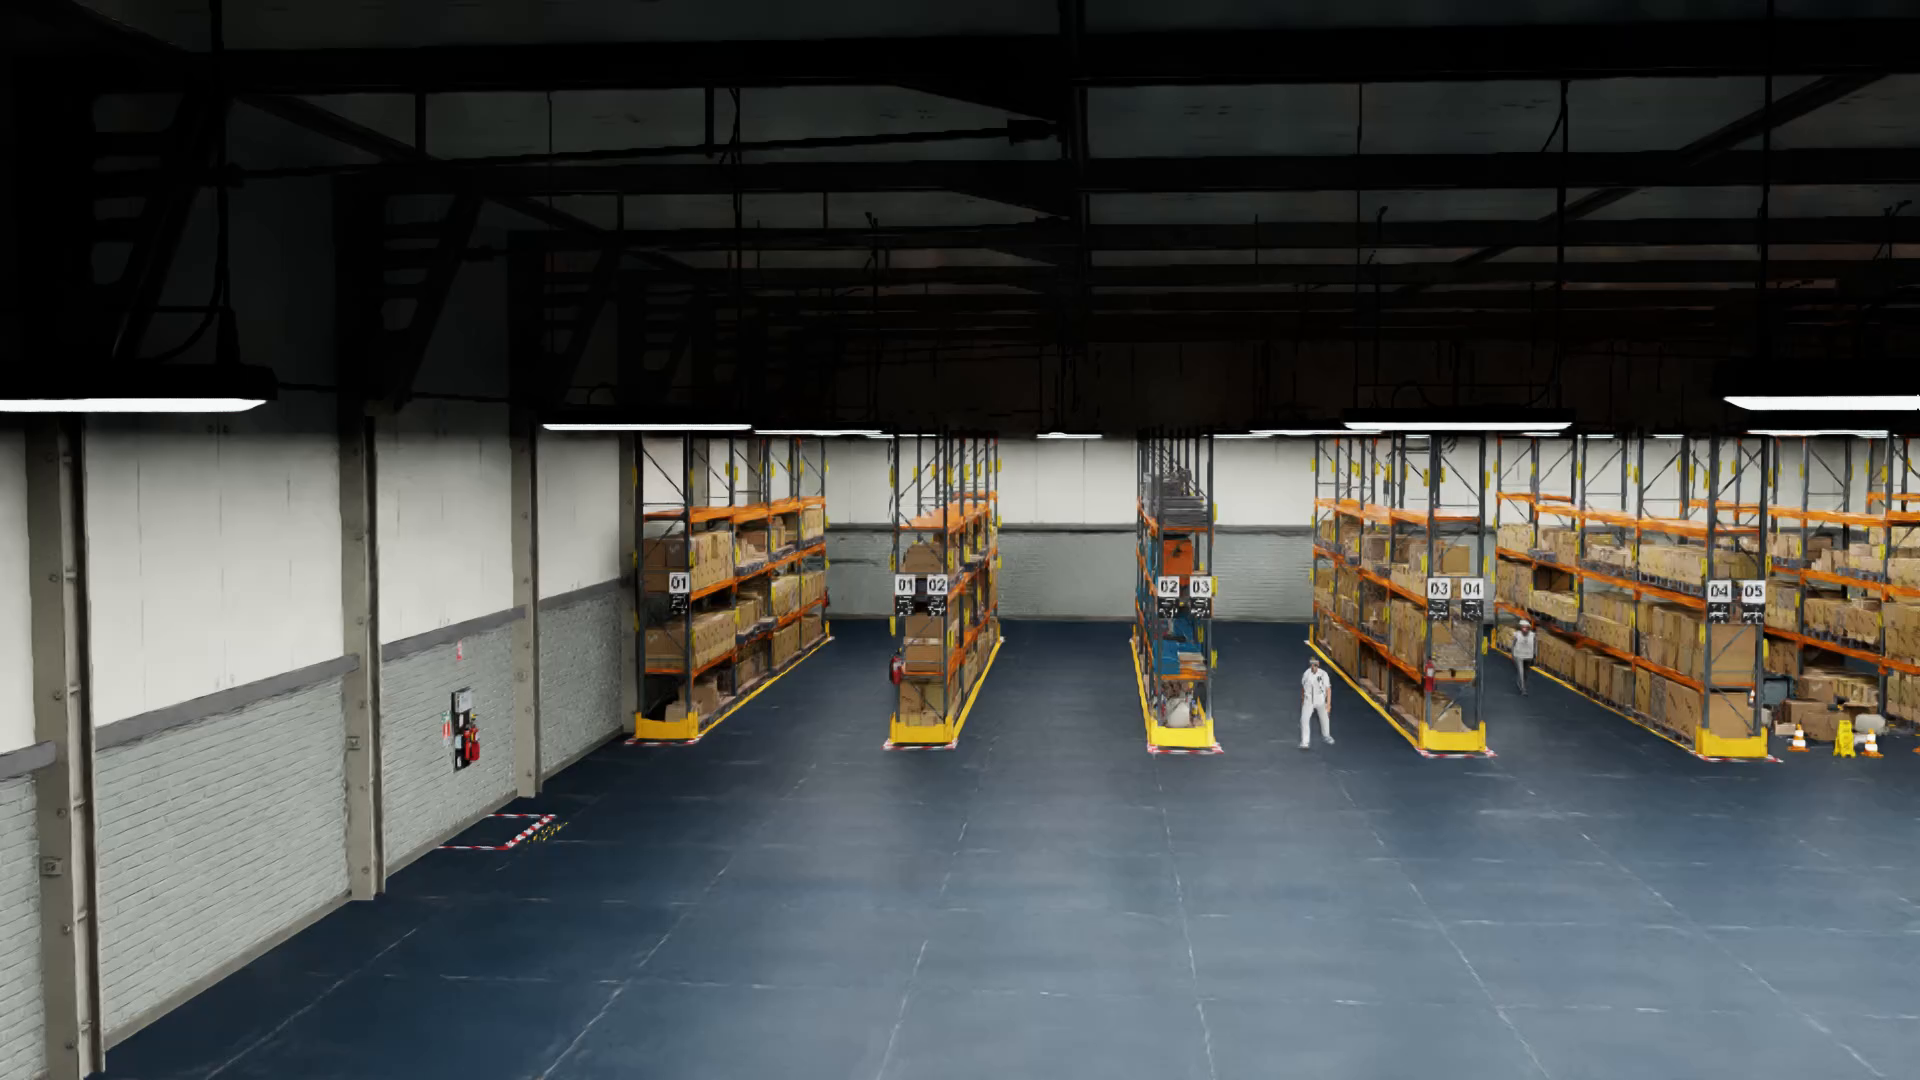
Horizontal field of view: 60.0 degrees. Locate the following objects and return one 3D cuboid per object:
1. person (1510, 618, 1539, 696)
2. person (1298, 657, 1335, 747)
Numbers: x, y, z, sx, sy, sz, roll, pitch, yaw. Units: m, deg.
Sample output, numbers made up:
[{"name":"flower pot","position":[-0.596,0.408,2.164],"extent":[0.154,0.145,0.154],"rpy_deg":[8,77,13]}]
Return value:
[{"name":"person","position":[12.717,2.613,37.415],"extent":[0.553,1.725,1.030],"rpy_deg":[0,3,4]},{"name":"person","position":[6.667,3.000,31.120],"extent":[0.585,1.697,0.973],"rpy_deg":[2,4,25]}]
